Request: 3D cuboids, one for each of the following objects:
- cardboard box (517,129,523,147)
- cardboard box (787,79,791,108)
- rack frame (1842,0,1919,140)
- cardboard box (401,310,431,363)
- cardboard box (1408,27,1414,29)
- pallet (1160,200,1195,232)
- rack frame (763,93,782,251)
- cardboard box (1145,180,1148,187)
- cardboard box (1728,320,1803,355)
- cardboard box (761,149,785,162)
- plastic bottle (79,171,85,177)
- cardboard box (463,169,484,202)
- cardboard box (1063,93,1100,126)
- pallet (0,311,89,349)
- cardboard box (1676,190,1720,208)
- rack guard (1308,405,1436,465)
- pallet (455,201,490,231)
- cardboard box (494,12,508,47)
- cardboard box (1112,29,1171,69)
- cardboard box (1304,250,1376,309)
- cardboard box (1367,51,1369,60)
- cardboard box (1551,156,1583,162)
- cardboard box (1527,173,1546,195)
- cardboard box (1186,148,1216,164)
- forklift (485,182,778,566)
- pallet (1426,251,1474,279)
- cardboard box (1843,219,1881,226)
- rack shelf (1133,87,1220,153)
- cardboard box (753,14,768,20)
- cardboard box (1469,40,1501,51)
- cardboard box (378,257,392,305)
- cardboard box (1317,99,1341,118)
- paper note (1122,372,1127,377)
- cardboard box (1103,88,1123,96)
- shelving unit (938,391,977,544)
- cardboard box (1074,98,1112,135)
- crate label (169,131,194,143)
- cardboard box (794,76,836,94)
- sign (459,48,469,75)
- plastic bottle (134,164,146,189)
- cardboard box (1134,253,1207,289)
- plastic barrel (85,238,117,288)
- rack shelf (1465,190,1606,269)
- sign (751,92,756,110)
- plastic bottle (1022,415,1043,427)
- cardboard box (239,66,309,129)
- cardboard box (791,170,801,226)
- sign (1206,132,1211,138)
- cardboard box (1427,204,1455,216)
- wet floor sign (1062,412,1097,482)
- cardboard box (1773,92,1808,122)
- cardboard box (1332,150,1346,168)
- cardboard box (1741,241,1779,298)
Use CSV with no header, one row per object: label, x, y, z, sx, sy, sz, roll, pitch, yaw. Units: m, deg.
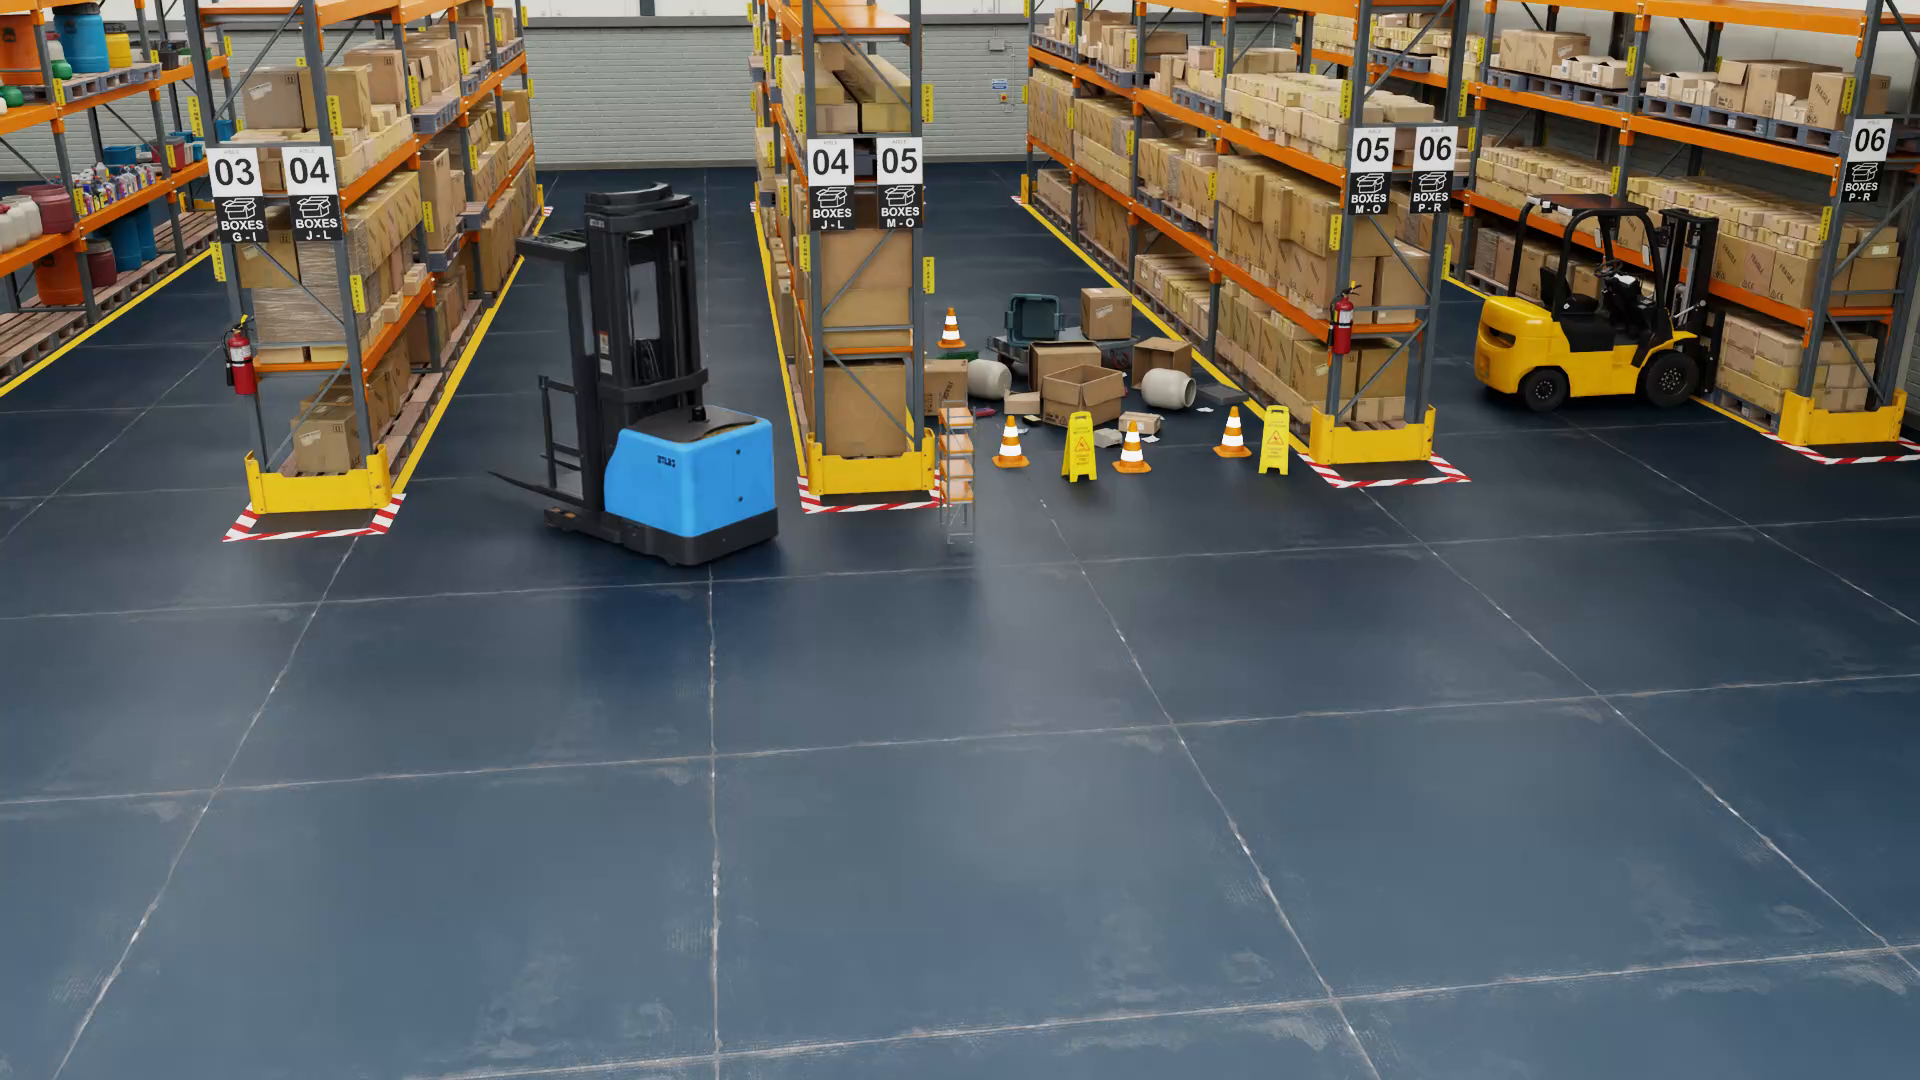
cardboard box,-7.504,-6.620,27.441,0.500,0.250,0.500,-3,21,-8
cardboard box,-1.469,-4.482,16.689,0.500,0.250,0.500,-3,21,-8
rack frame,8.962,-5.259,15.435,1.000,3.000,0.127,-3,21,-8
cardboard box,-6.400,-2.331,19.113,0.700,0.500,0.500,-5,21,-12
cardboard box,7.391,-8.176,26.723,0.380,0.149,0.250,-3,21,-9
pallet,3.223,-4.194,21.431,1.003,0.211,1.213,-3,21,-8
rack frame,-2.563,-6.067,26.173,1.000,3.000,0.127,-3,21,-8
cardboard box,2.760,-4.924,22.871,0.380,0.149,0.250,-4,21,-11
cardboard box,8.508,-2.146,17.575,0.500,0.250,0.500,-3,21,-7
cardboard box,-2.582,-5.364,23.200,0.380,0.149,0.250,-2,21,-6
plastic bottle,-12.655,-5.194,24.020,0.097,0.271,0.097,0,20,0
cardboard box,-6.710,-4.696,22.359,0.500,0.500,0.500,-2,21,-6
cardboard box,1.980,-7.016,27.143,0.500,0.500,0.500,-3,21,-8
pallet,-11.737,-2.641,20.985,1.003,0.211,1.213,-3,21,-8
cardboard box,8.310,-3.842,18.719,0.380,0.149,0.250,-3,21,-9
rack guard,4.040,-1.052,16.319,1.175,0.500,0.348,-3,21,-8
pallet,-6.701,-4.136,21.276,1.213,0.211,1.003,-3,21,-8
cardboard box,-7.666,-8.190,26.684,0.700,0.500,0.500,-2,21,-5
cardboard box,2.567,-6.949,23.504,0.700,0.500,0.500,-4,21,-10
cardboard box,3.700,-2.557,16.208,0.500,0.500,0.500,-3,21,-9
cardboard box,6.888,-8.000,27.421,0.380,0.149,0.250,-3,21,-8
cardboard box,8.246,-5.113,22.549,0.380,0.149,0.250,-3,21,-8
cardboard box,7.858,-4.685,21.973,0.500,0.250,0.500,-3,21,-7
cardboard box,3.009,-4.749,20.548,0.380,0.149,0.250,-4,21,-10
forklift,-3.002,-1.565,14.216,3.031,2.935,1.130,16,26,37
pallet,7.739,-4.173,25.086,1.003,0.211,1.213,-3,21,-8
cardboard box,9.149,-3.161,16.897,0.380,0.149,0.250,-2,21,-6
rack shelf,3.186,-5.343,20.974,1.077,0.370,4.000,-3,21,-8
cardboard box,-3.332,-8.897,28.394,0.380,0.149,0.250,-3,21,-8
cardboard box,7.533,-7.080,23.817,0.380,0.149,0.250,-4,21,-10
cardboard box,-6.089,-2.591,16.299,0.875,0.500,0.500,-3,21,-8
cardboard box,3.656,-4.139,15.943,0.380,0.149,0.250,-3,21,-8
paper note,1.862,-1.921,19.317,0.148,0.019,0.142,-3,21,-8
cardboard box,2.532,-7.293,26.957,0.380,0.149,0.250,-3,21,-9
shelving unit,-0.024,-0.619,14.160,0.258,1.200,0.503,-3,21,-8
cardboard box,2.100,-6.700,26.296,0.500,0.500,0.500,-3,21,-7
crate label,-13.254,-6.835,28.382,0.416,0.233,0.303,-3,21,-8
cardboard box,-1.328,-4.181,15.313,0.380,0.149,0.250,-3,21,-7
sign,-6.372,-6.141,21.345,0.100,0.325,0.005,-3,21,-8
plastic bottle,-11.931,-5.277,24.129,0.144,0.351,0.185,-3,21,-8
cardboard box,2.969,-3.736,23.088,0.950,0.372,0.625,-4,21,-11
plastic barrel,-12.060,-3.844,23.067,0.600,0.588,0.708,-3,21,-8
rack shelf,8.097,-4.189,22.173,1.077,0.370,4.000,-3,21,-8
sign,-3.676,-7.830,29.656,0.100,0.325,0.005,-3,21,-8
plastic bottle,0.745,-1.265,17.515,0.133,0.061,0.283,-11,23,-26
cardboard box,-6.230,-4.047,15.194,0.500,0.500,0.500,-3,21,-8
cardboard box,-1.390,-3.744,18.195,0.875,0.550,0.550,-3,21,-8
sign,3.433,-5.503,23.121,0.100,0.325,0.005,-3,21,-8
cardboard box,7.393,-5.073,25.556,0.380,0.149,0.250,-3,21,-9
wet floor sign,1.130,-0.899,15.702,0.267,0.644,0.232,-7,21,-17
cardboard box,8.505,-4.394,16.855,0.396,0.266,0.258,-3,21,-8
cardboard box,3.723,-3.594,15.623,0.380,0.149,0.250,-3,21,-8
cardboard box,8.566,-2.833,17.370,0.500,0.500,0.500,-2,21,-6
